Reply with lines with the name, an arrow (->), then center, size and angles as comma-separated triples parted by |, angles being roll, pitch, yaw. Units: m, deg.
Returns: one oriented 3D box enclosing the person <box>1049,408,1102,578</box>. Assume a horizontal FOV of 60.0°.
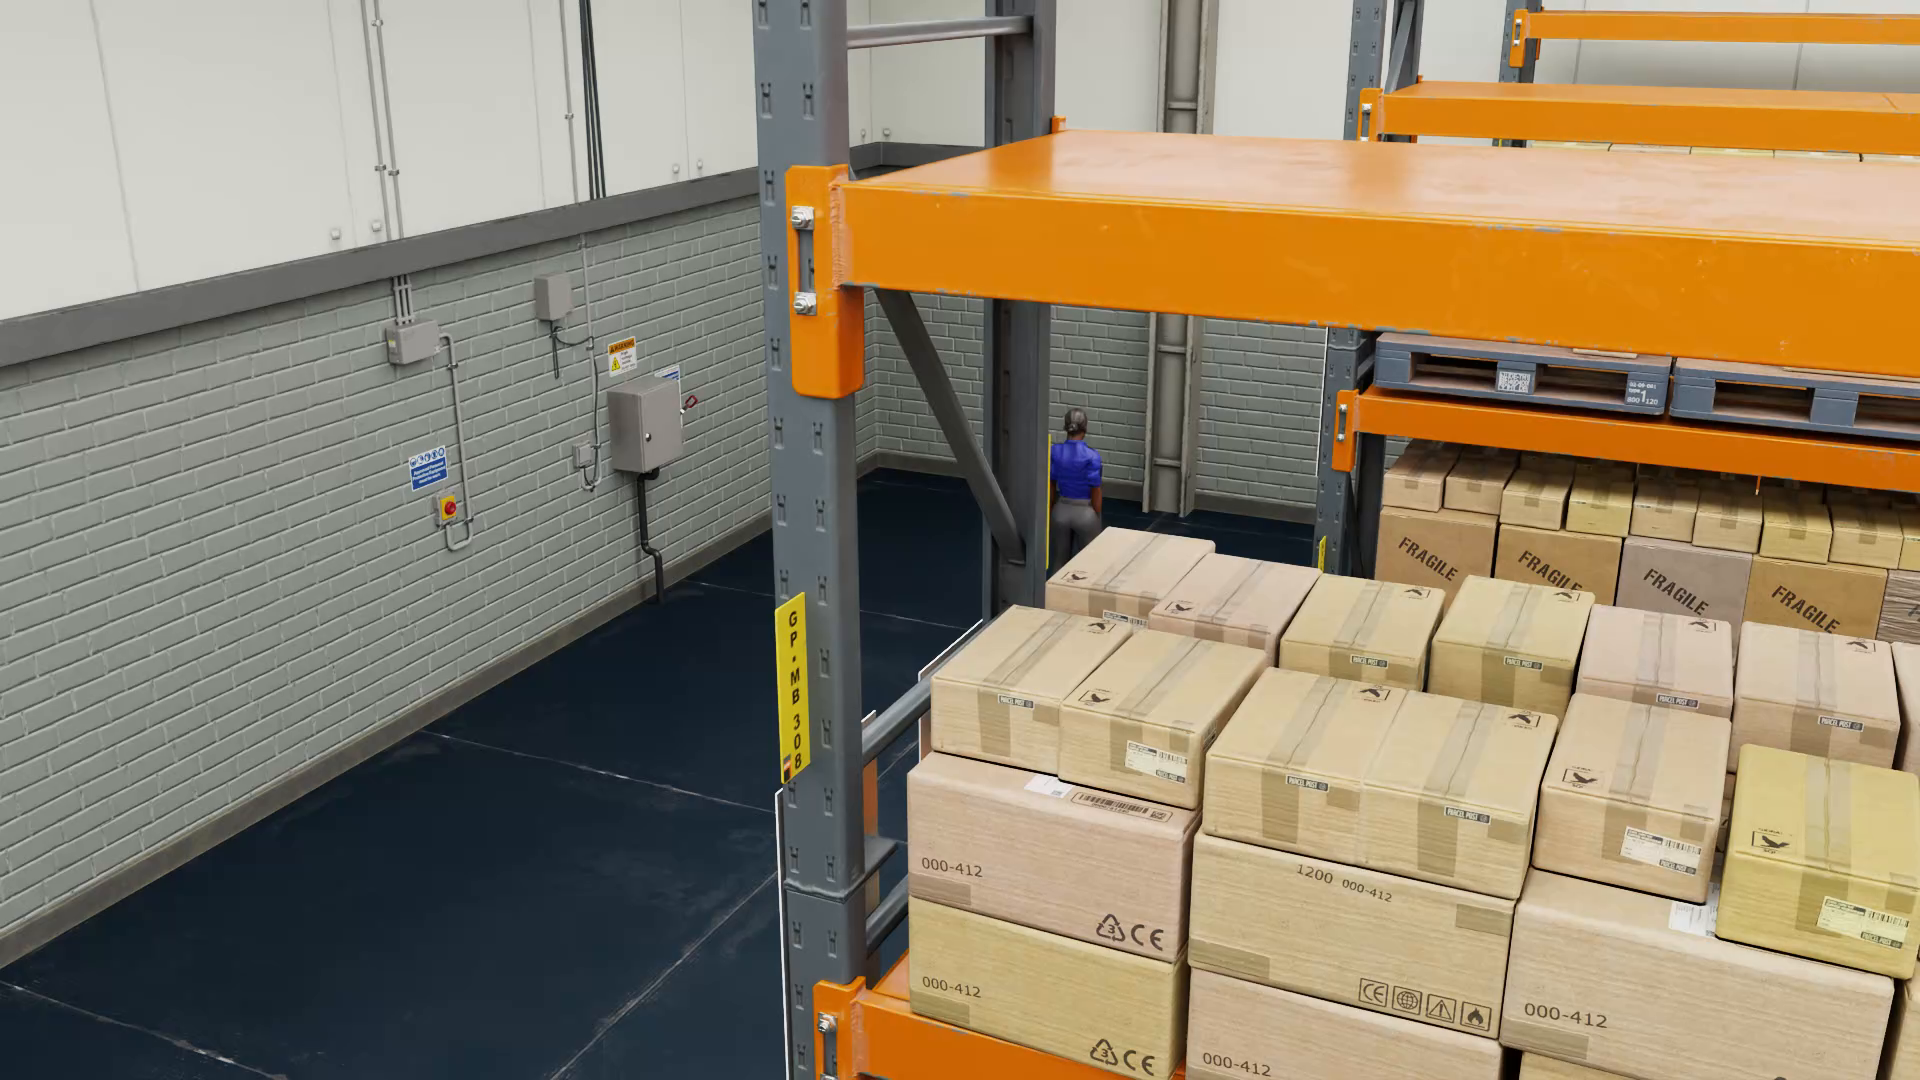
person -> 0.823, -0.144, 12.007 | 0.439, 1.653, 0.308 | 9, 21, 24
